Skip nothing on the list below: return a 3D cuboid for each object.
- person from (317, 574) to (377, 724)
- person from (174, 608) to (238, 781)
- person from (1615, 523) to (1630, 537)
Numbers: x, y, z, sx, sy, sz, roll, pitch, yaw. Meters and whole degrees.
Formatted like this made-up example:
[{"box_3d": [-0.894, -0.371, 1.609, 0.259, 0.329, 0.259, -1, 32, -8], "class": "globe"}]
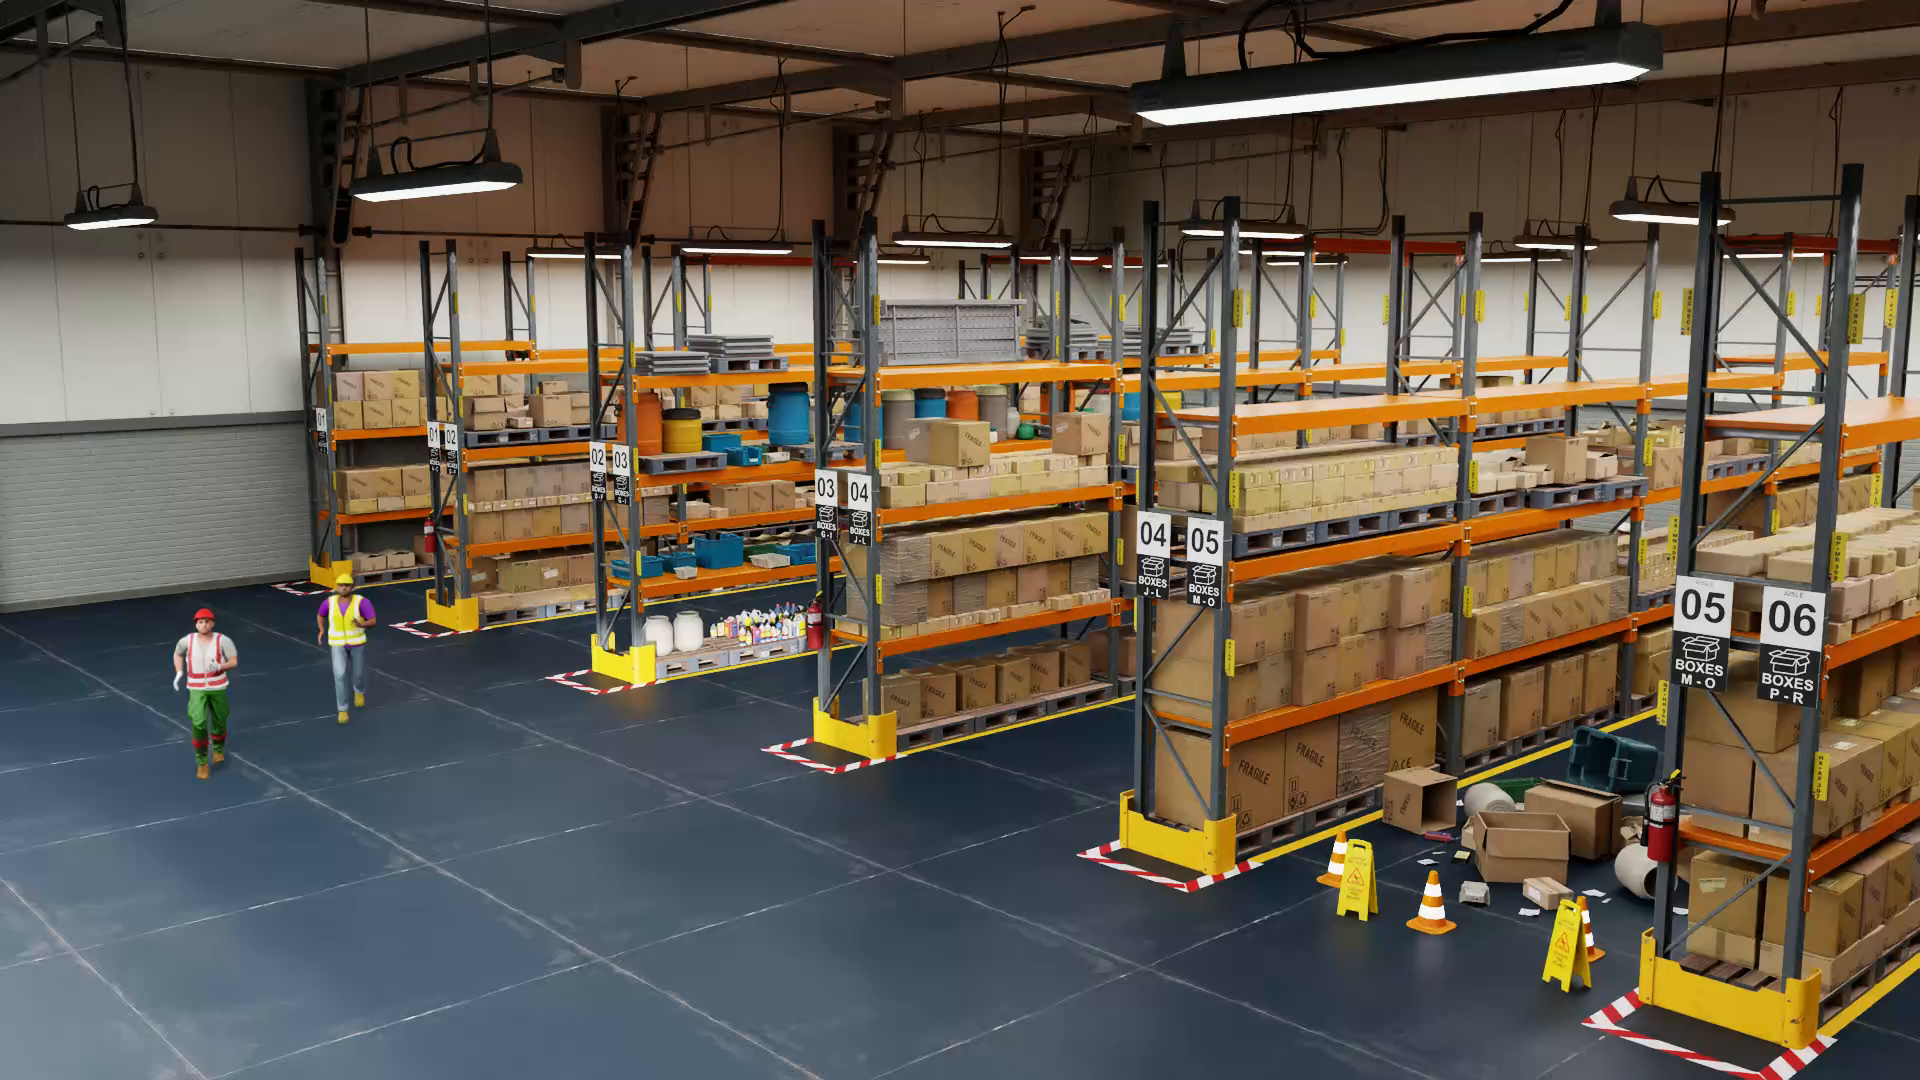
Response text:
[{"box_3d": [-7.512, 1.283, 20.401, 0.700, 1.757, 0.982, -3, 9, -17], "class": "person"}, {"box_3d": [-8.153, 1.652, 18.012, 0.643, 1.846, 0.774, -4, 9, -25], "class": "person"}, {"box_3d": [9.871, 0.617, 24.967, 1.025, 1.744, 0.665, -6, 10, -36], "class": "person"}]
